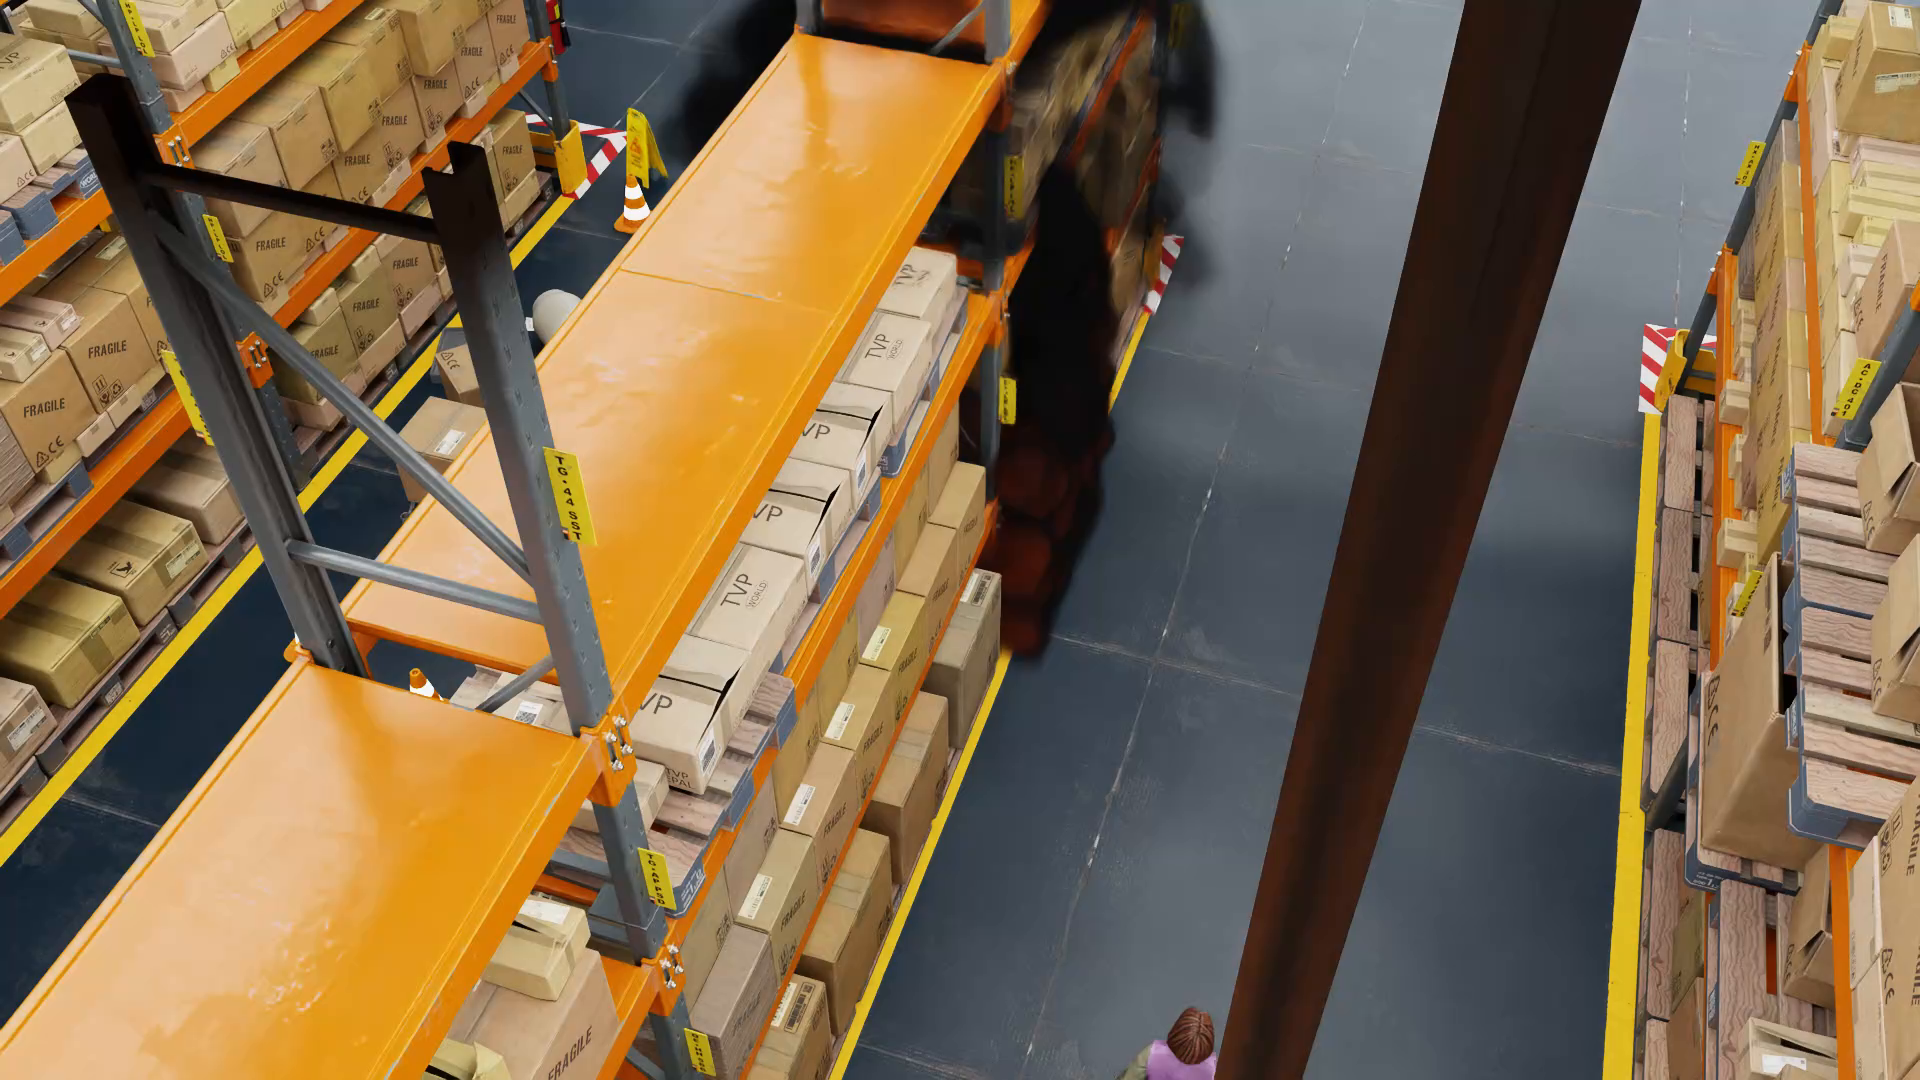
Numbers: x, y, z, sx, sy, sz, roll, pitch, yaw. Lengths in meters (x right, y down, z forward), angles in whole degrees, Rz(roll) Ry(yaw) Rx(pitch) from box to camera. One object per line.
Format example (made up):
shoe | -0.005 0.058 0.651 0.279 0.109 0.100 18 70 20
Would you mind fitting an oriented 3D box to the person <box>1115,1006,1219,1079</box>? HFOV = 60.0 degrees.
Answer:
person | 0.917 2.529 7.180 0.559 1.580 0.619 11 47 11
